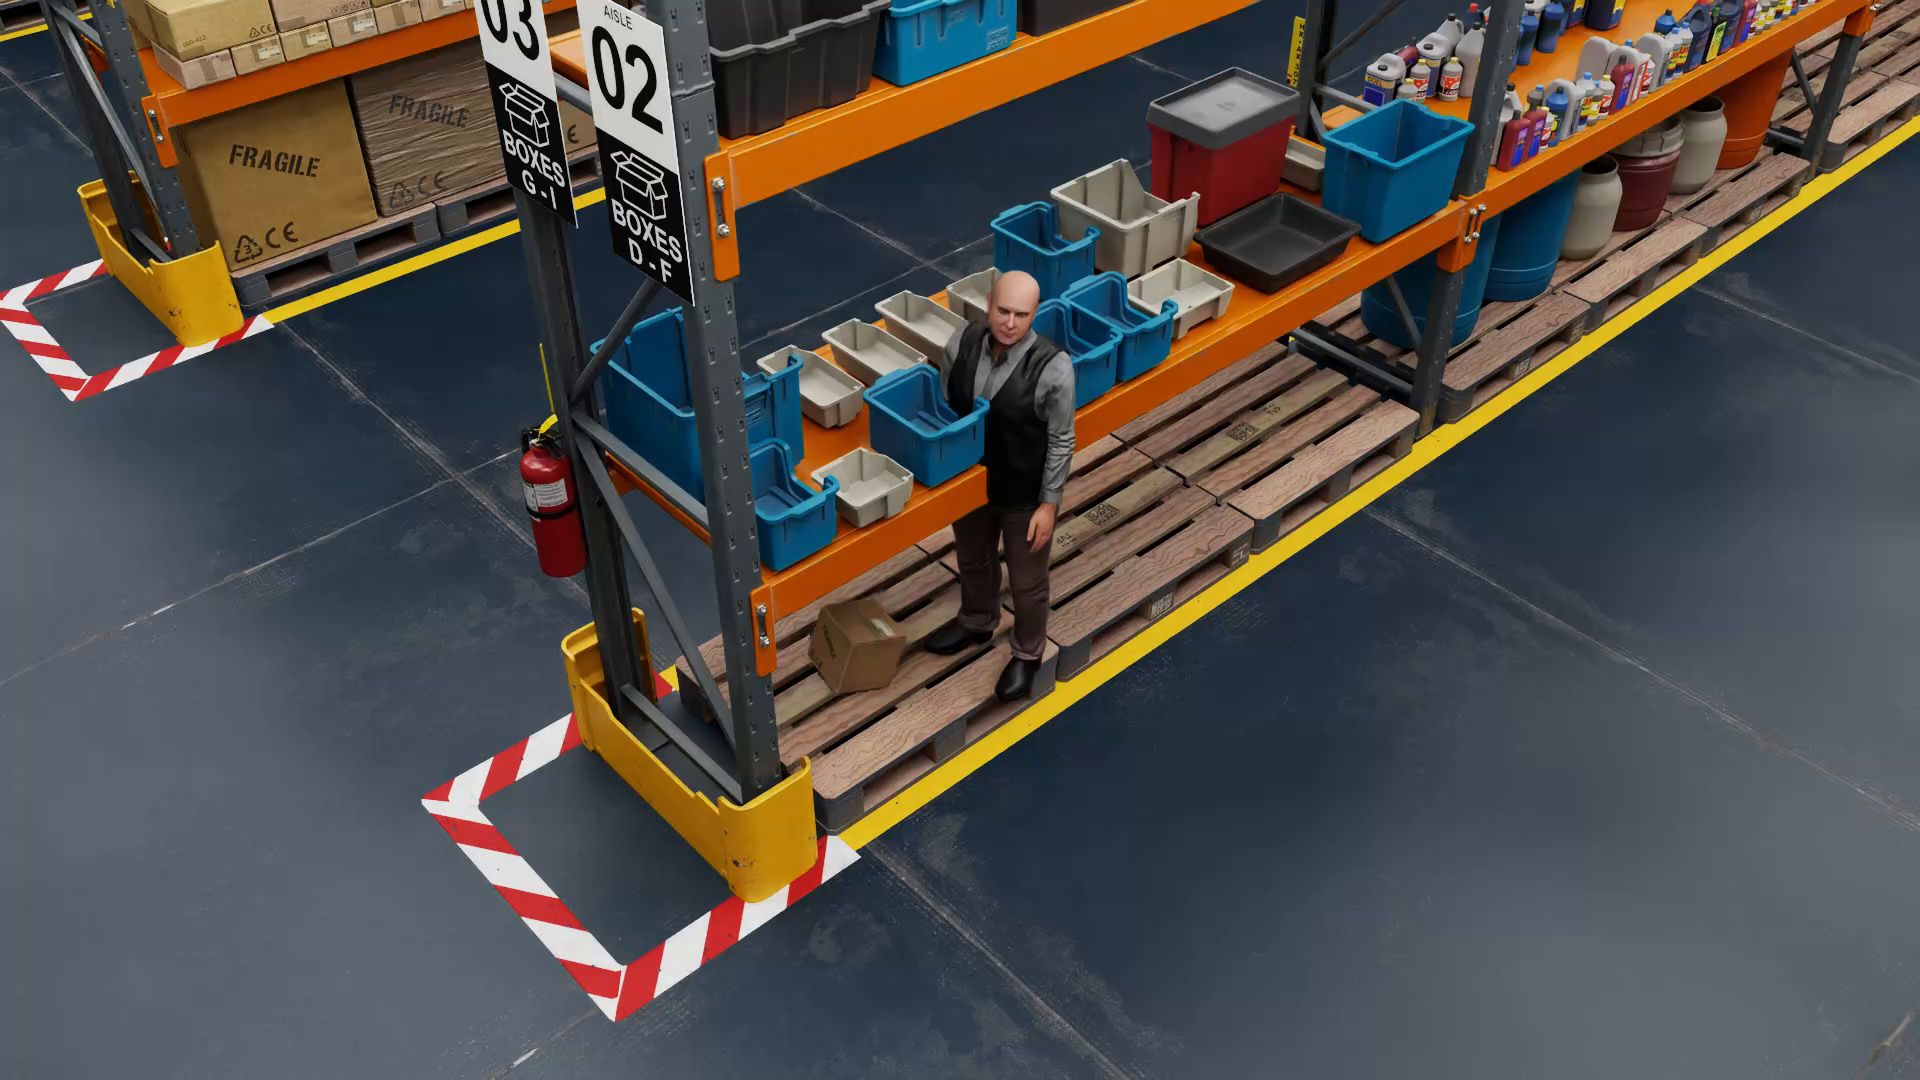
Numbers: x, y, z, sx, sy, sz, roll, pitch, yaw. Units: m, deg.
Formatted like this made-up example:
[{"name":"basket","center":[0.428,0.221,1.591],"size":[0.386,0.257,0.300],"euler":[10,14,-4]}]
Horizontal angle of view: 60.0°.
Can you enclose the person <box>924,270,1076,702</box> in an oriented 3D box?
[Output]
[{"name":"person","center":[0.144,-0.189,6.084],"size":[0.564,1.725,0.399],"euler":[23,45,26]}]
